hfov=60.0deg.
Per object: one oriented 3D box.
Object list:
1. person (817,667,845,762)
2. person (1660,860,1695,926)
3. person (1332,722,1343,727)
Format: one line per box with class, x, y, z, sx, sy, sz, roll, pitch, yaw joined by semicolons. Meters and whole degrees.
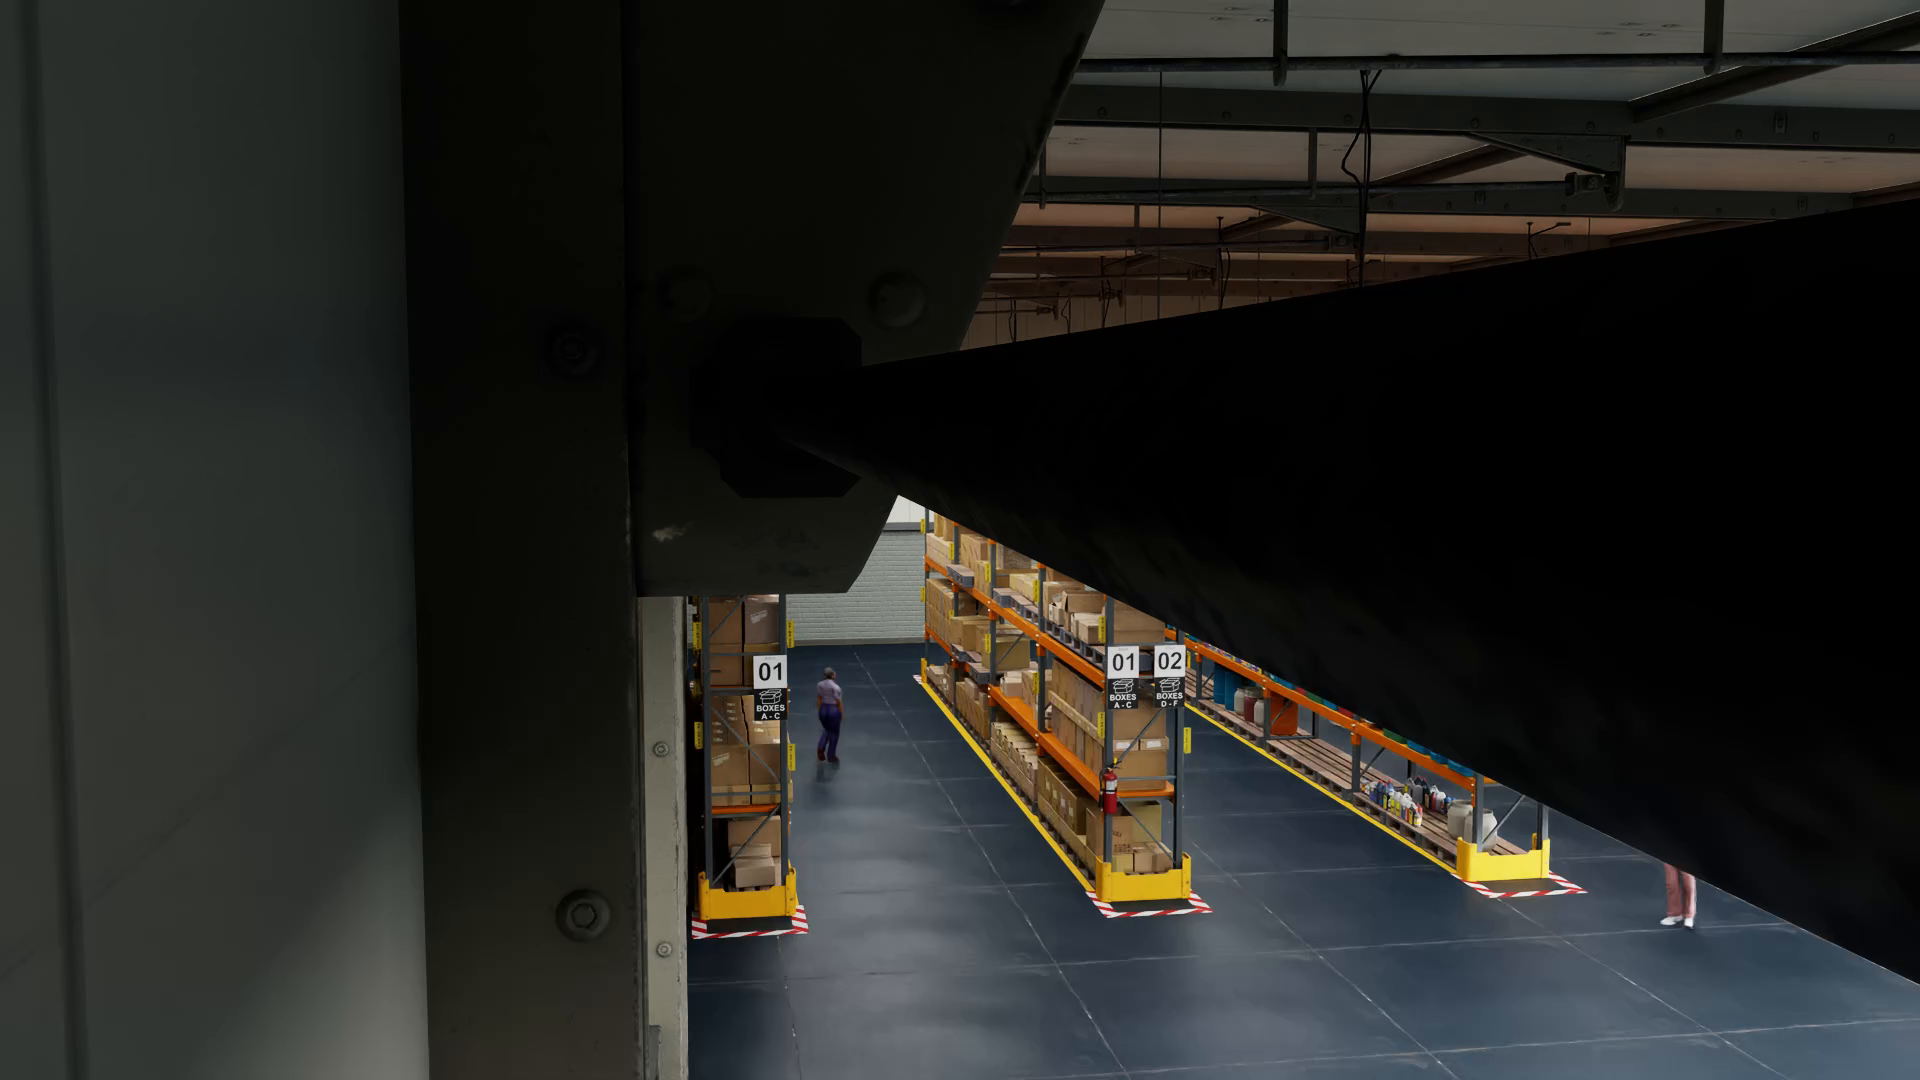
person;-2.216;2.996;28.564;0.492;1.633;0.454;3;6;32
person;8.601;3.767;19.769;0.362;1.708;0.554;-5;7;-45
person;7.286;2.702;31.677;0.379;1.675;0.484;-2;6;-26
